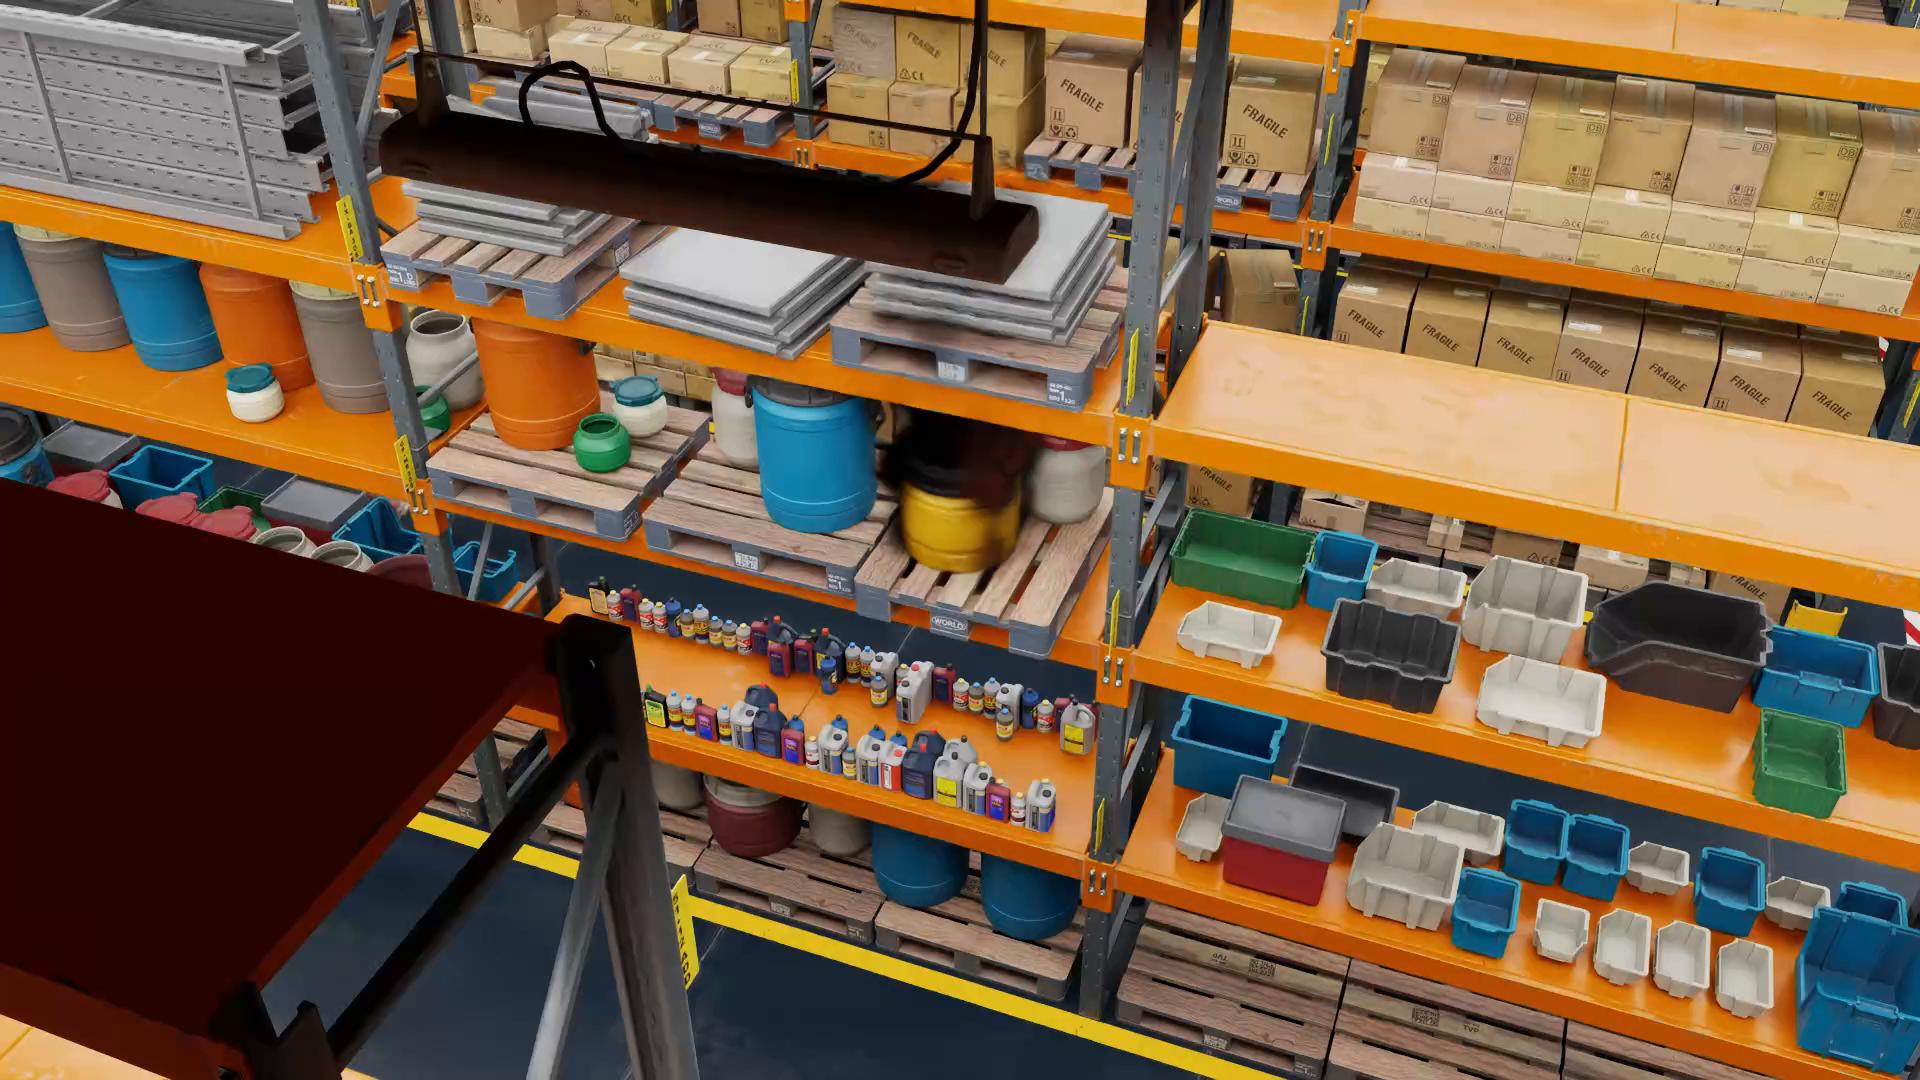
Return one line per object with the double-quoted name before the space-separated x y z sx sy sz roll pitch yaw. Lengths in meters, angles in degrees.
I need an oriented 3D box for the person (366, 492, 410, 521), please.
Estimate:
"person" -4.855 -0.799 13.052 0.958 1.639 0.581 5 37 7
